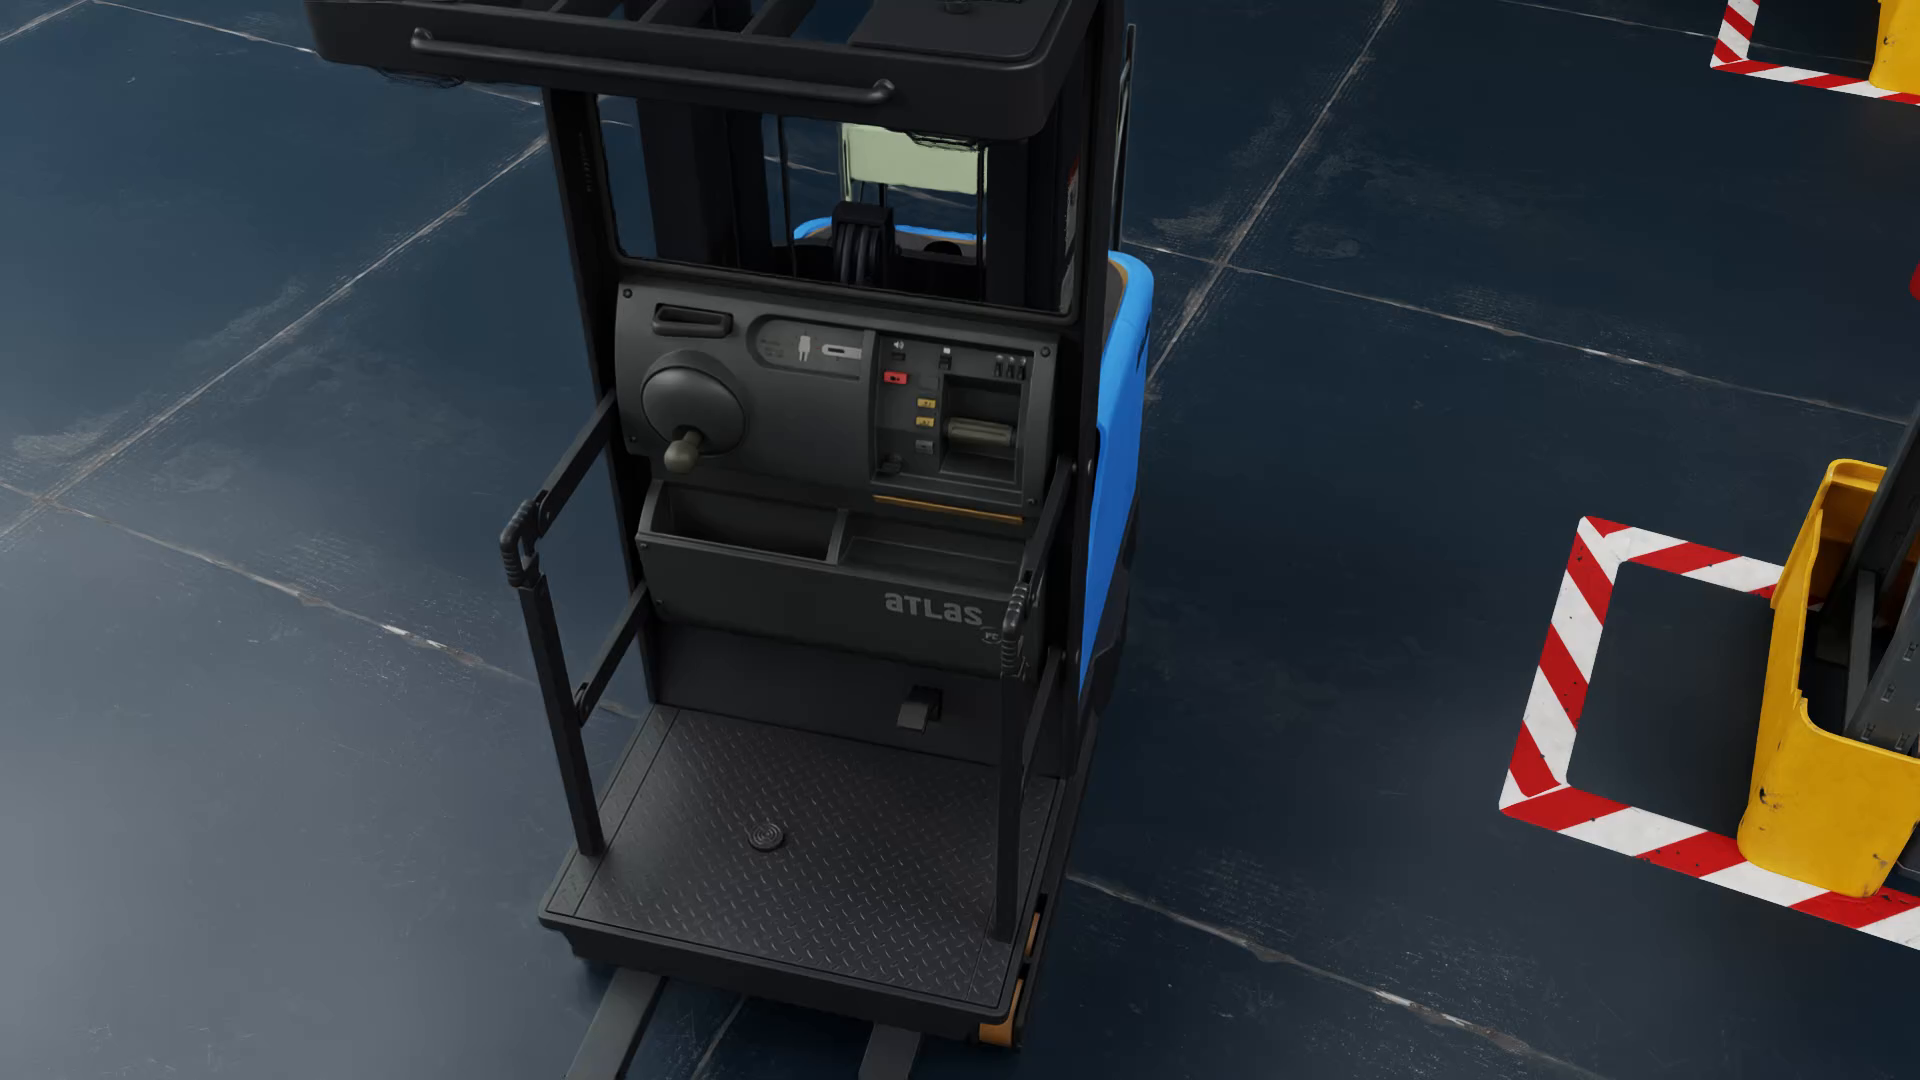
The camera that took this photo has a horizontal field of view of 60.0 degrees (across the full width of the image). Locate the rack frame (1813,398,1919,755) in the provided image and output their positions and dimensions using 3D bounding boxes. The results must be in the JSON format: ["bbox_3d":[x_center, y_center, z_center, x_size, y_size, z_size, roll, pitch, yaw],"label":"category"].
[{"bbox_3d":[2.427,-0.601,3.653,0.127,3.000,1.000,17,44,19],"label":"rack frame"}]

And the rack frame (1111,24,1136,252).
[{"bbox_3d":[0.430,-0.737,4.955,0.023,1.500,0.400,9,42,11],"label":"rack frame"}]

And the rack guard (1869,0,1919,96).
[{"bbox_3d":[4.587,-2.576,7.841,0.348,0.500,1.175,17,44,19],"label":"rack guard"}]

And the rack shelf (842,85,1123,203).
[{"bbox_3d":[0.075,-1.090,4.766,0.720,0.370,0.431,9,42,11],"label":"rack shelf"}]

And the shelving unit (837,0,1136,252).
[{"bbox_3d":[0.075,-0.795,5.022,0.755,1.500,0.431,9,42,11],"label":"shelving unit"}]

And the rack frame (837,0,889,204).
[{"bbox_3d":[-0.280,-0.853,5.089,0.023,1.500,0.400,9,42,11],"label":"rack frame"}]

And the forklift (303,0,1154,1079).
[{"bbox_3d":[-0.315,-0.210,3.255,1.130,2.935,3.031,9,42,11],"label":"forklift"}]

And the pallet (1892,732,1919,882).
[{"bbox_3d":[3.138,0.640,4.350,1.213,0.211,1.003,17,44,19],"label":"pallet"}]

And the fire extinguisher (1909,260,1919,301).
[{"bbox_3d":[2.516,-0.880,4.034,0.183,0.674,0.296,17,44,19],"label":"fire extinguisher"}]

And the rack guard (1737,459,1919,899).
[{"bbox_3d":[2.405,0.337,4.479,0.348,0.500,1.175,17,44,19],"label":"rack guard"}]
